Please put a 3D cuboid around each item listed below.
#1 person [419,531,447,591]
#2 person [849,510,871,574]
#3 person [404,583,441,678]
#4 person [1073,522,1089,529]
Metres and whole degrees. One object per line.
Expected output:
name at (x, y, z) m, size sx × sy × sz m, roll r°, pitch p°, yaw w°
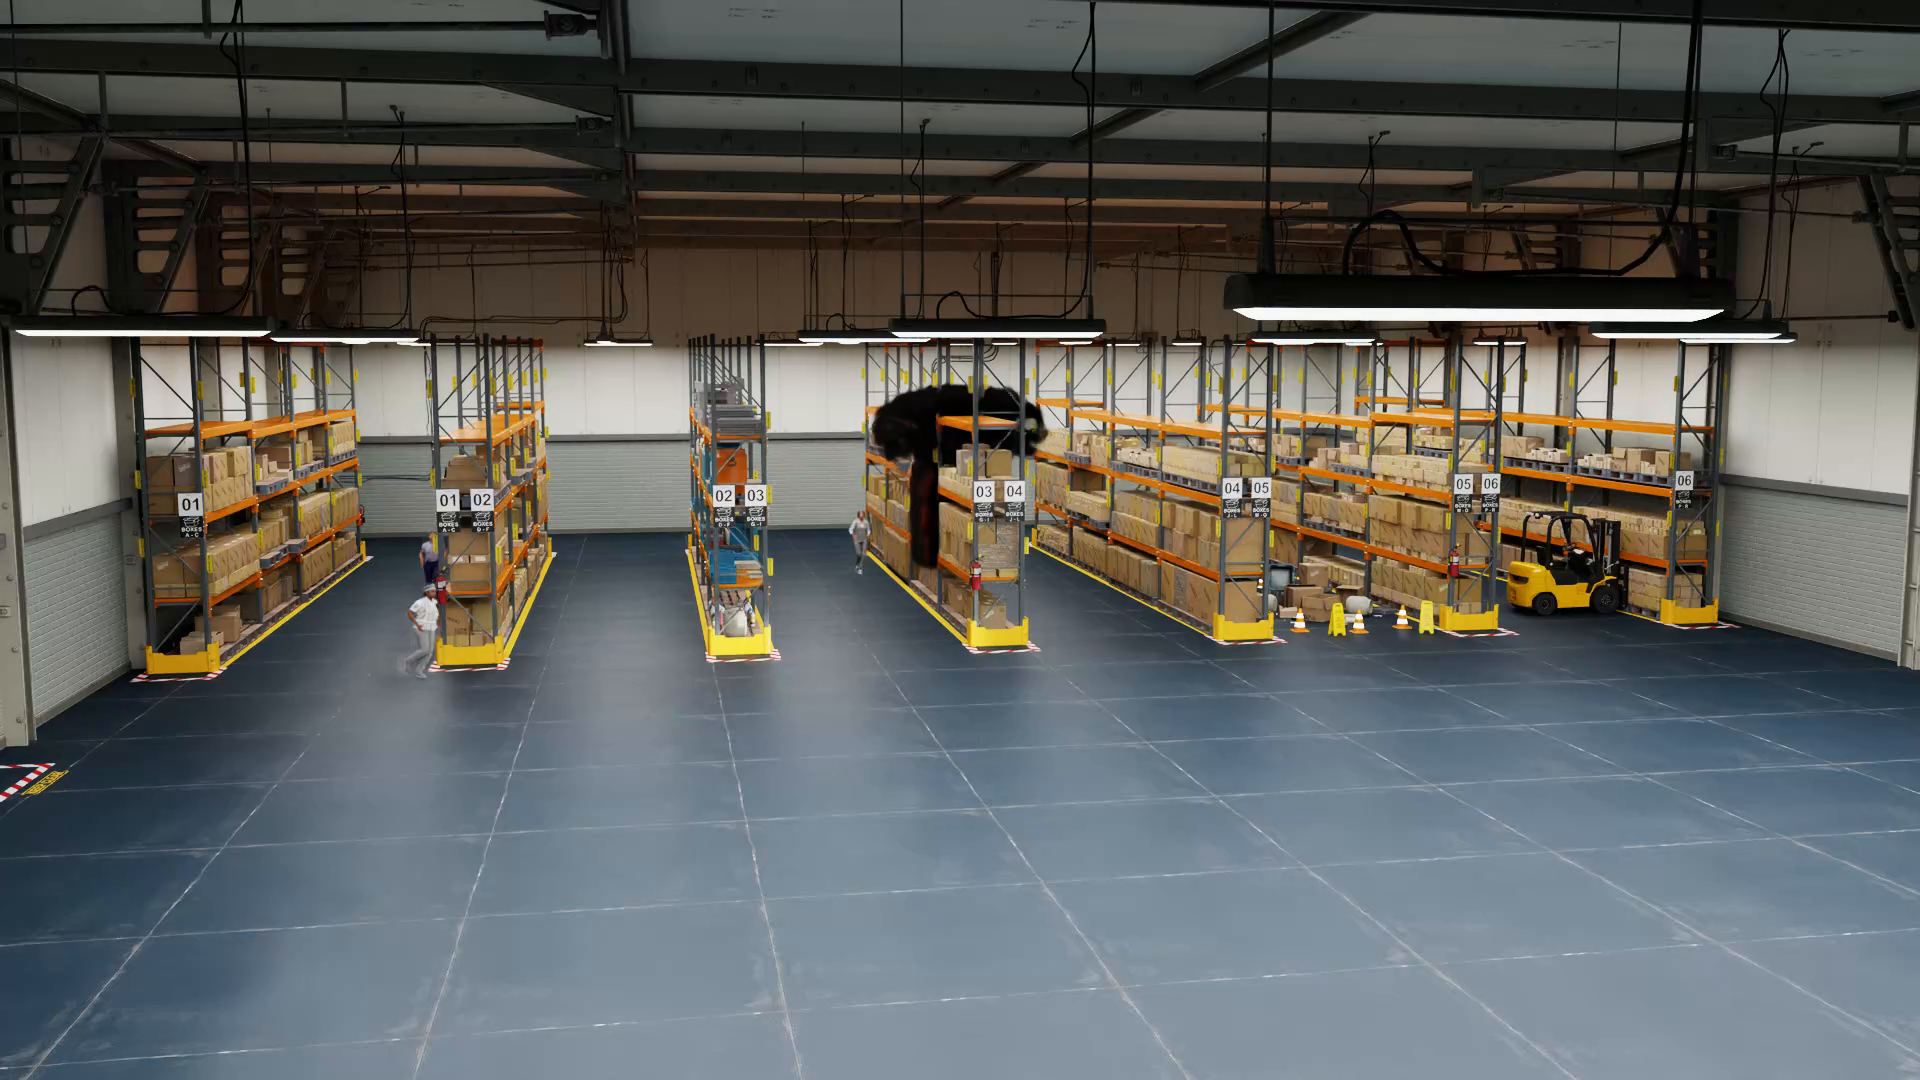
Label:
person at (-12.008, 0.608, 37.942) m, size 0.616 × 1.590 × 0.599 m, roll -2°, pitch 7°, yaw -16°
person at (-2.398, 0.049, 40.247) m, size 0.516 × 1.564 × 0.491 m, roll -2°, pitch 7°, yaw -16°
person at (-9.397, 1.581, 29.211) m, size 0.530 × 1.640 × 0.663 m, roll 3°, pitch 7°, yaw 28°
person at (3.613, -0.936, 50.777) m, size 0.778 × 1.801 × 0.632 m, roll -5°, pitch 9°, yaw -40°
